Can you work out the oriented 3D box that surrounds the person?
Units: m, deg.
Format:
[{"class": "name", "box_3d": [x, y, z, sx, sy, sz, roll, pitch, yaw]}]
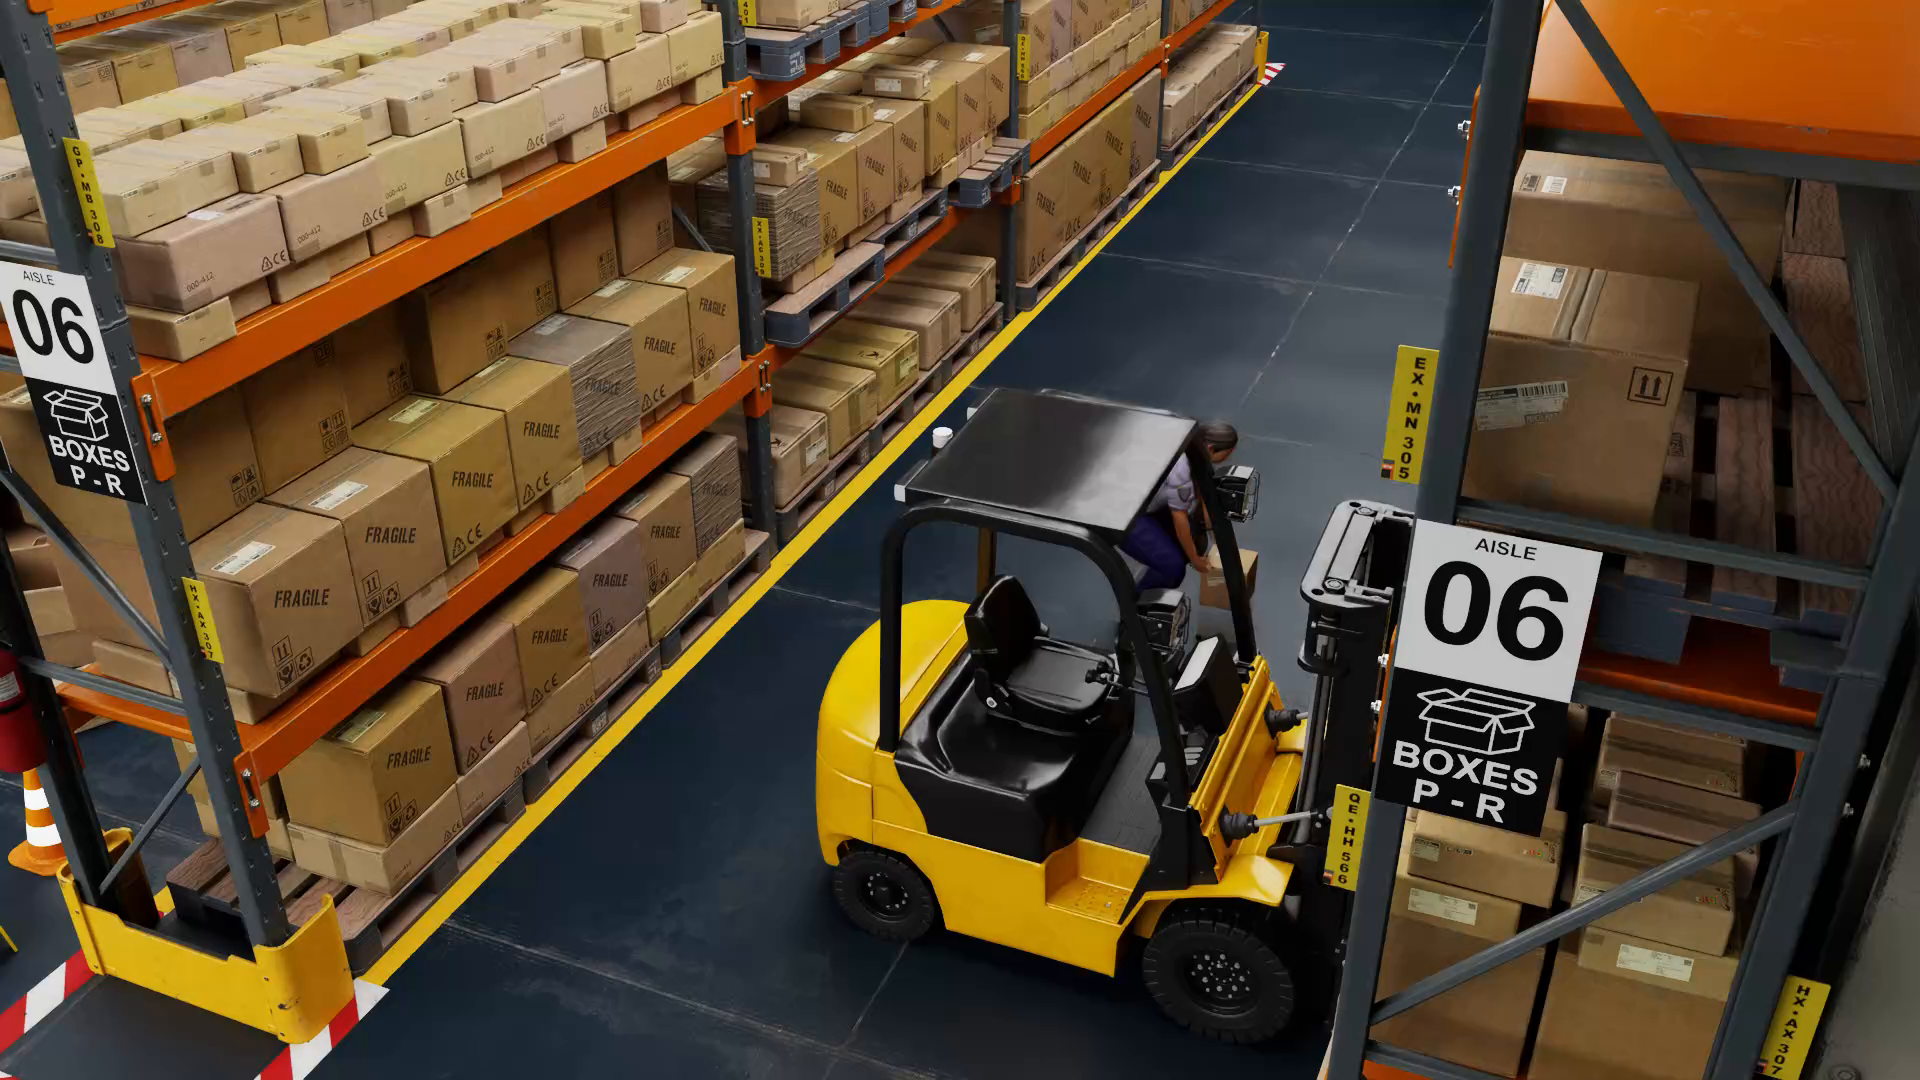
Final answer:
[{"class": "person", "box_3d": [1.141, -0.119, 9.054, 0.661, 1.217, 0.536, 11, 32, 19]}]
